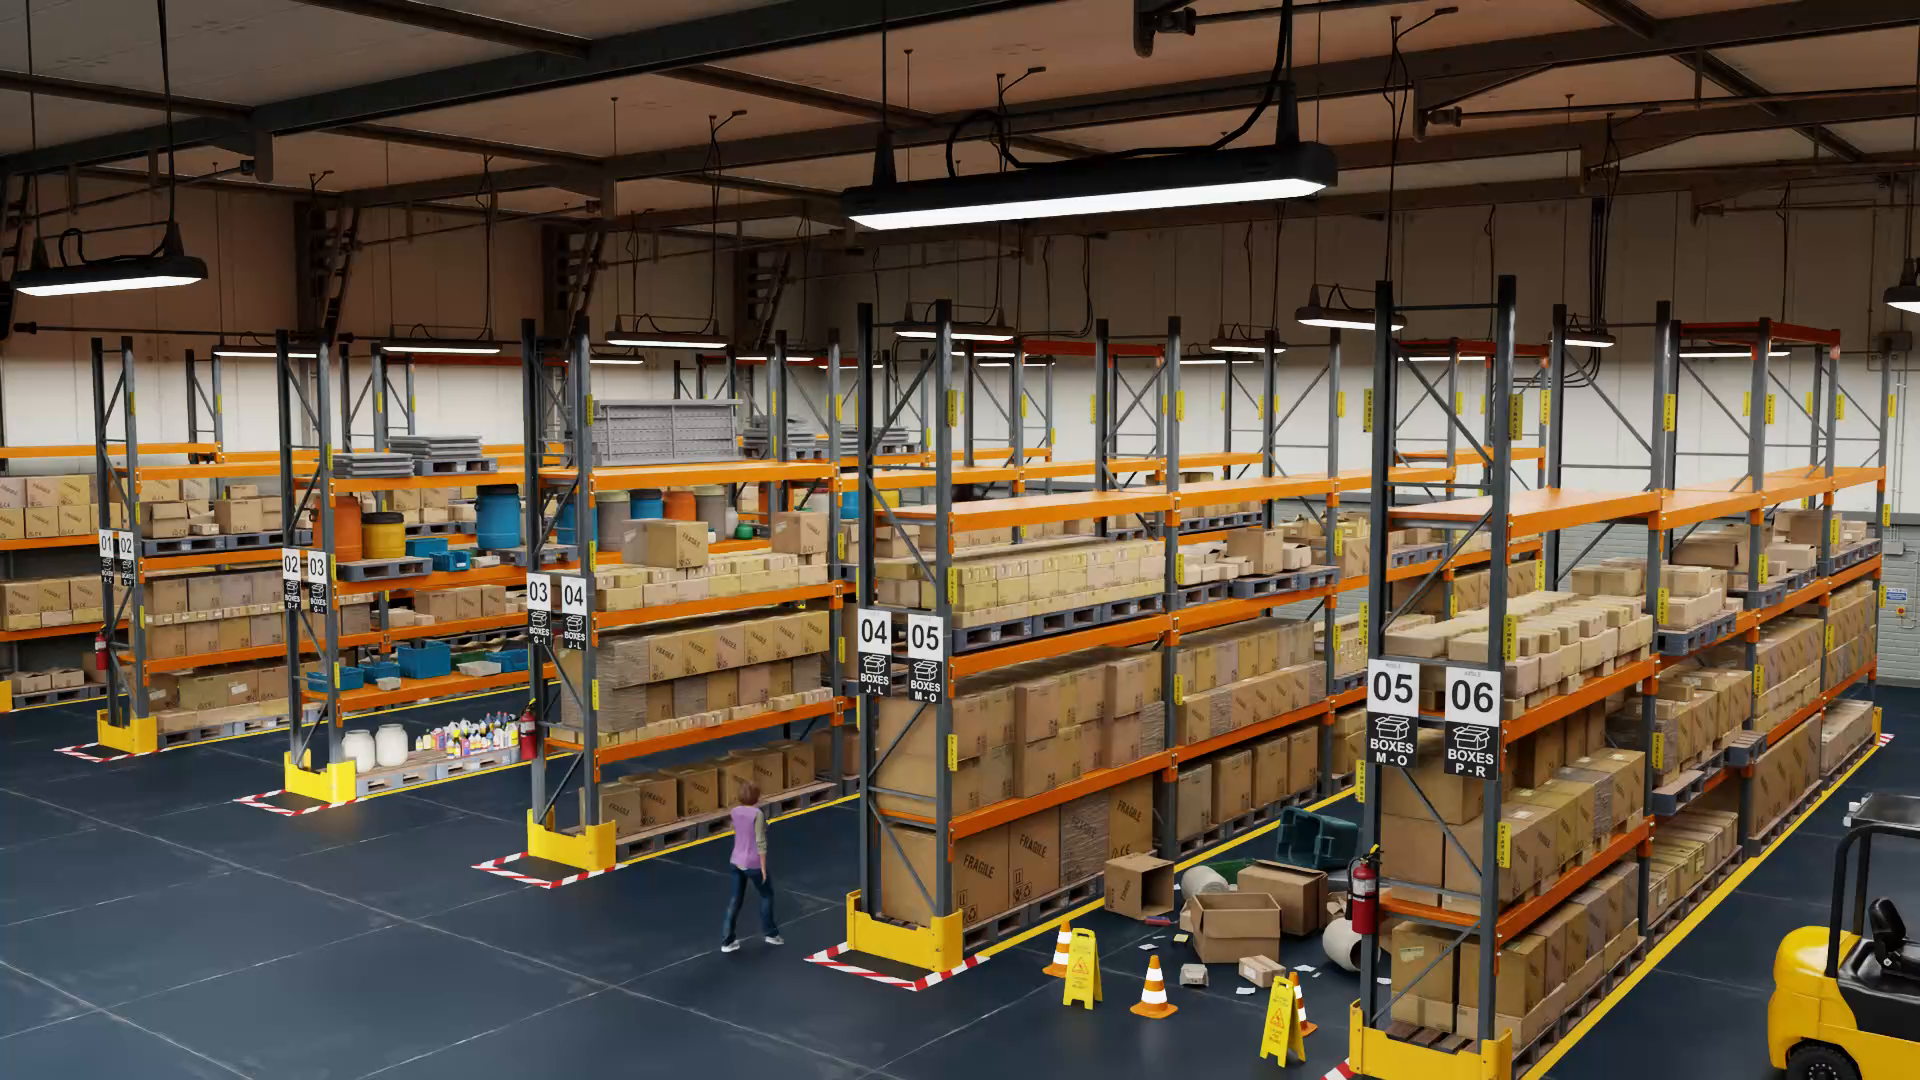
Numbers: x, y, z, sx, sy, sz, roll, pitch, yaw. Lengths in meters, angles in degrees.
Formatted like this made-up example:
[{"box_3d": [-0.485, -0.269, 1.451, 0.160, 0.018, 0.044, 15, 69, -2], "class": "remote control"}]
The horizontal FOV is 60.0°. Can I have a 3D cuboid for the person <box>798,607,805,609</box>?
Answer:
[{"box_3d": [-2.496, 1.929, 26.291, 0.687, 1.747, 0.687, 1, 5, 6], "class": "person"}]

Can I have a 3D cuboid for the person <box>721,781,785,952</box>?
[{"box_3d": [-1.932, 3.039, 15.467, 0.486, 1.617, 0.708, 4, 6, 39], "class": "person"}]
